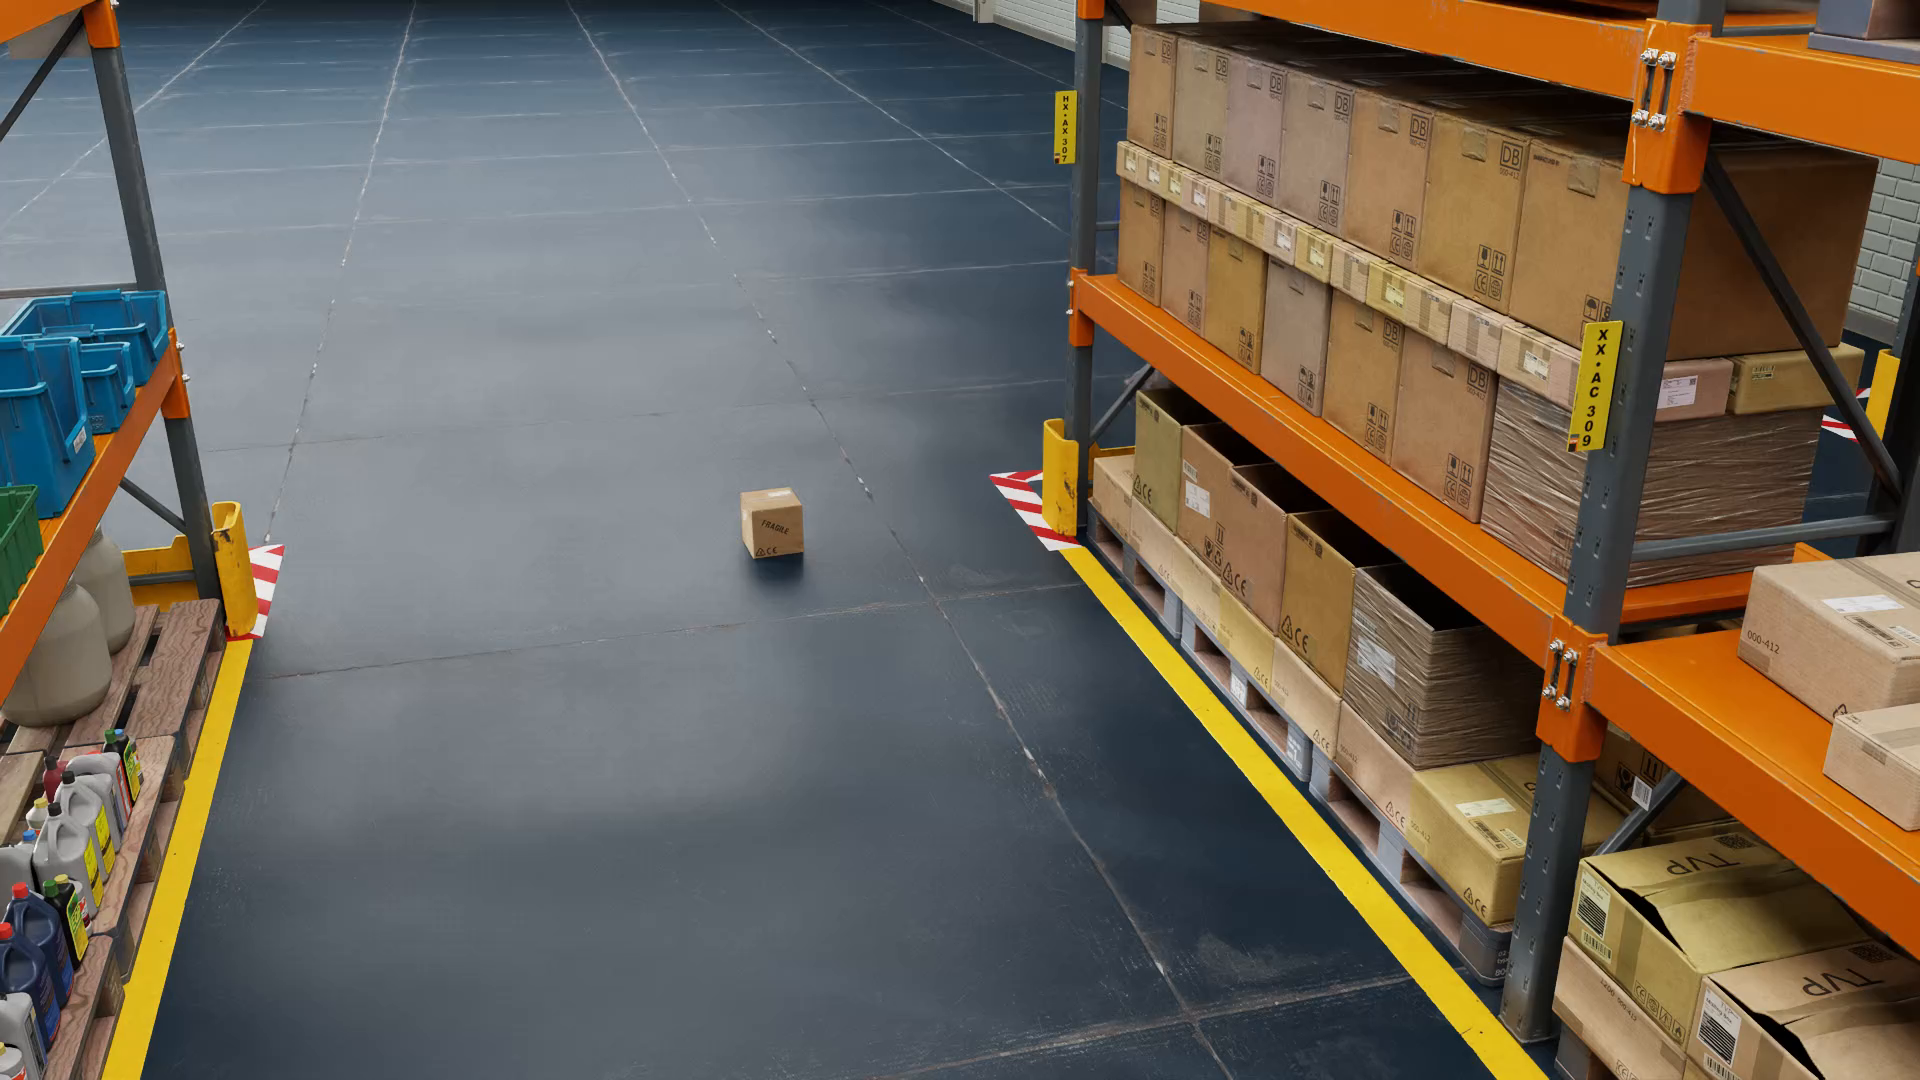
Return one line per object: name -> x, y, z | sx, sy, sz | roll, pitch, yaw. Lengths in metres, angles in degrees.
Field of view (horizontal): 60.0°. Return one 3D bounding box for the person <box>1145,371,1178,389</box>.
person -> 1.350, -1.446, 9.450 | 0.590, 1.633, 0.531 | -2, 23, -4
